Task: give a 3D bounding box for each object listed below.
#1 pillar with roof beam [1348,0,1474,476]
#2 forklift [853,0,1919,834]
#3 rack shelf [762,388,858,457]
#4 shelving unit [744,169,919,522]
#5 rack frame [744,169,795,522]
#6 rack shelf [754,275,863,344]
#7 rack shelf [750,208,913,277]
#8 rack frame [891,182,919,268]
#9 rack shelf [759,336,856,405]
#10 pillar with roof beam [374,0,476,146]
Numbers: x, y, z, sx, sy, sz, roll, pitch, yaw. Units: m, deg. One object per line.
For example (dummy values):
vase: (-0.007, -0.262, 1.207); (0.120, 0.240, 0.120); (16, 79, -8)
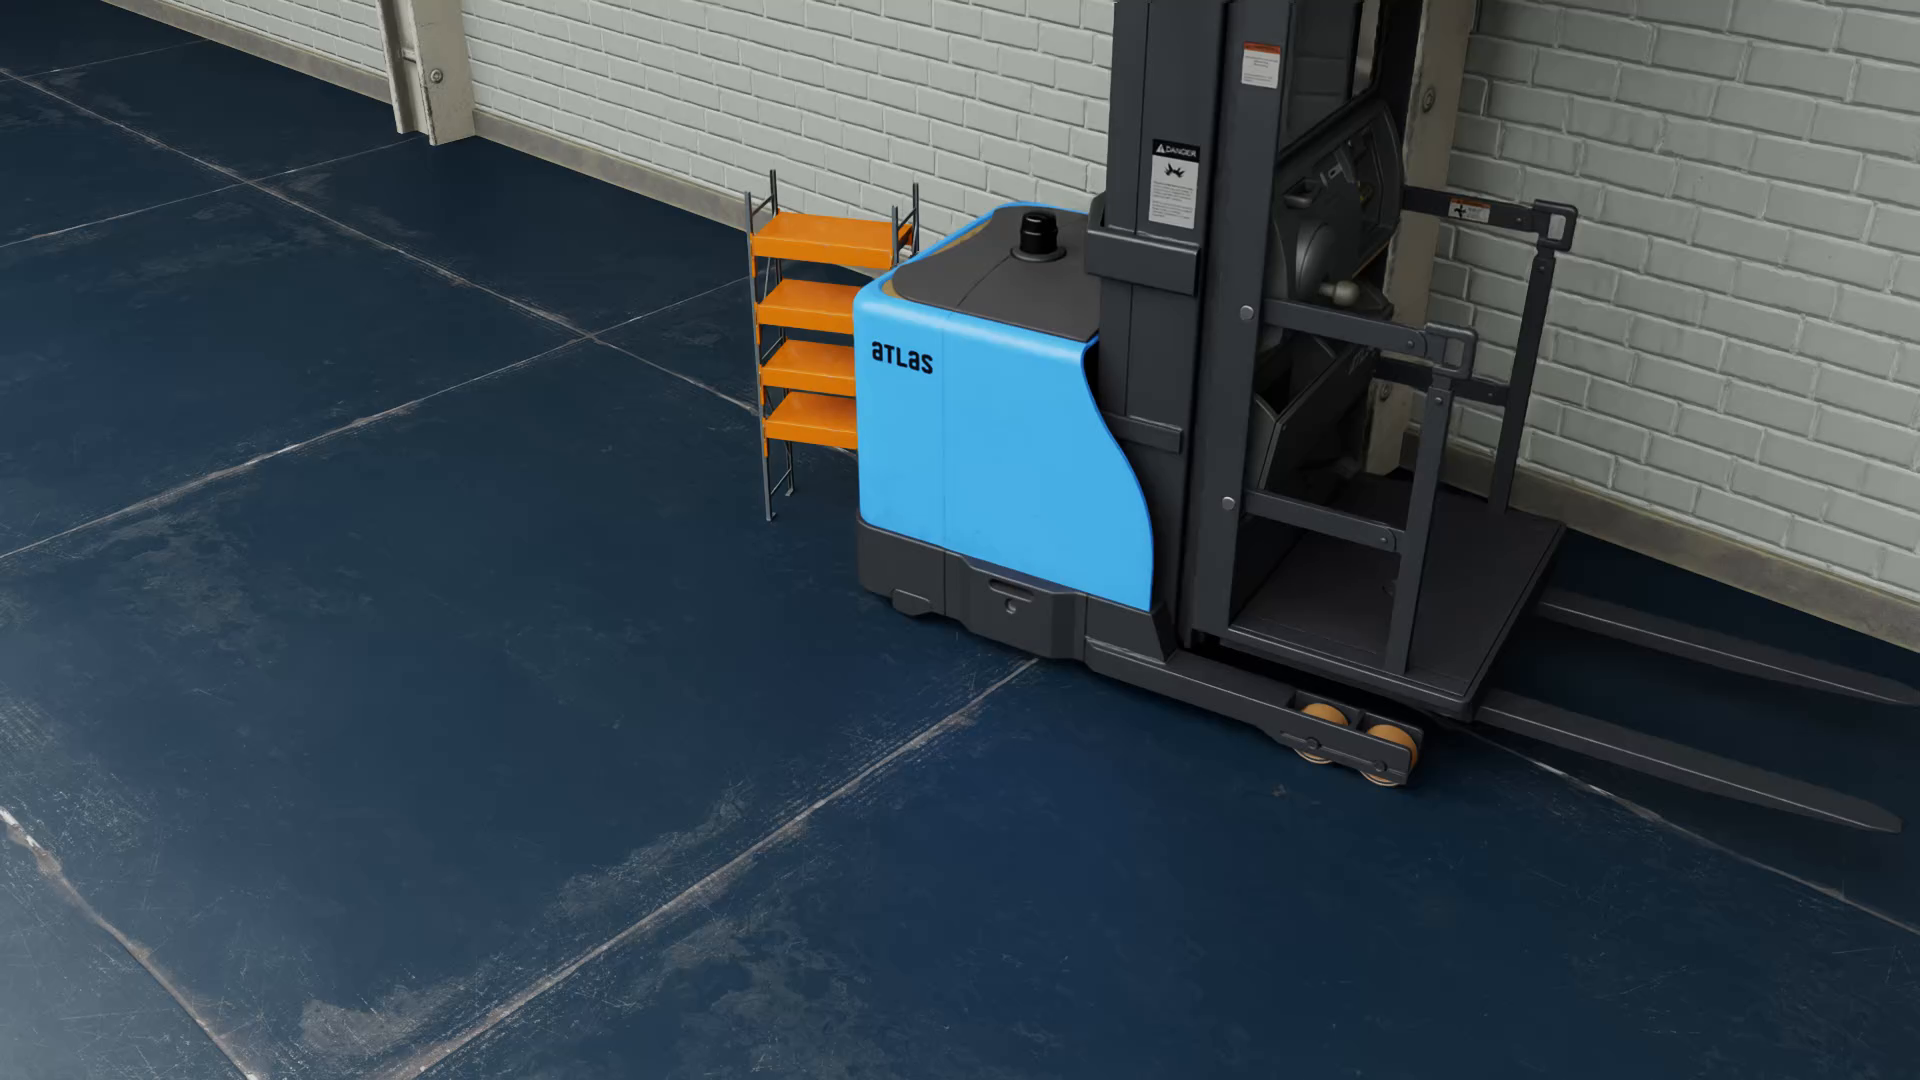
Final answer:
pillar with roof beam: (-1.479, -2.509, 1.192); (0.400, 9.000, 9.100); (25, 39, 35)
forklift: (1.196, -0.887, 4.382); (3.031, 2.935, 1.130); (17, 35, 26)
rack shelf: (-0.407, -0.377, 5.729); (0.480, 0.148, 0.258); (8, 32, 13)
shelving unit: (-0.407, -0.605, 5.592); (0.503, 1.200, 0.258); (8, 32, 13)
rack frame: (-0.642, -0.639, 5.648); (0.015, 1.200, 0.240); (8, 32, 13)
rack shelf: (-0.407, -0.739, 5.511); (0.480, 0.148, 0.258); (8, 32, 13)
rack shelf: (-0.407, -0.942, 5.389); (0.480, 0.148, 0.258); (8, 32, 13)
rack frame: (-0.172, -0.571, 5.535); (0.015, 1.200, 0.240); (8, 32, 13)
rack shelf: (-0.407, -0.547, 5.626); (0.480, 0.148, 0.258); (8, 32, 13)
pillar with roof beam: (-5.928, -4.585, 4.641); (0.400, 9.000, 9.100); (25, 39, 35)
